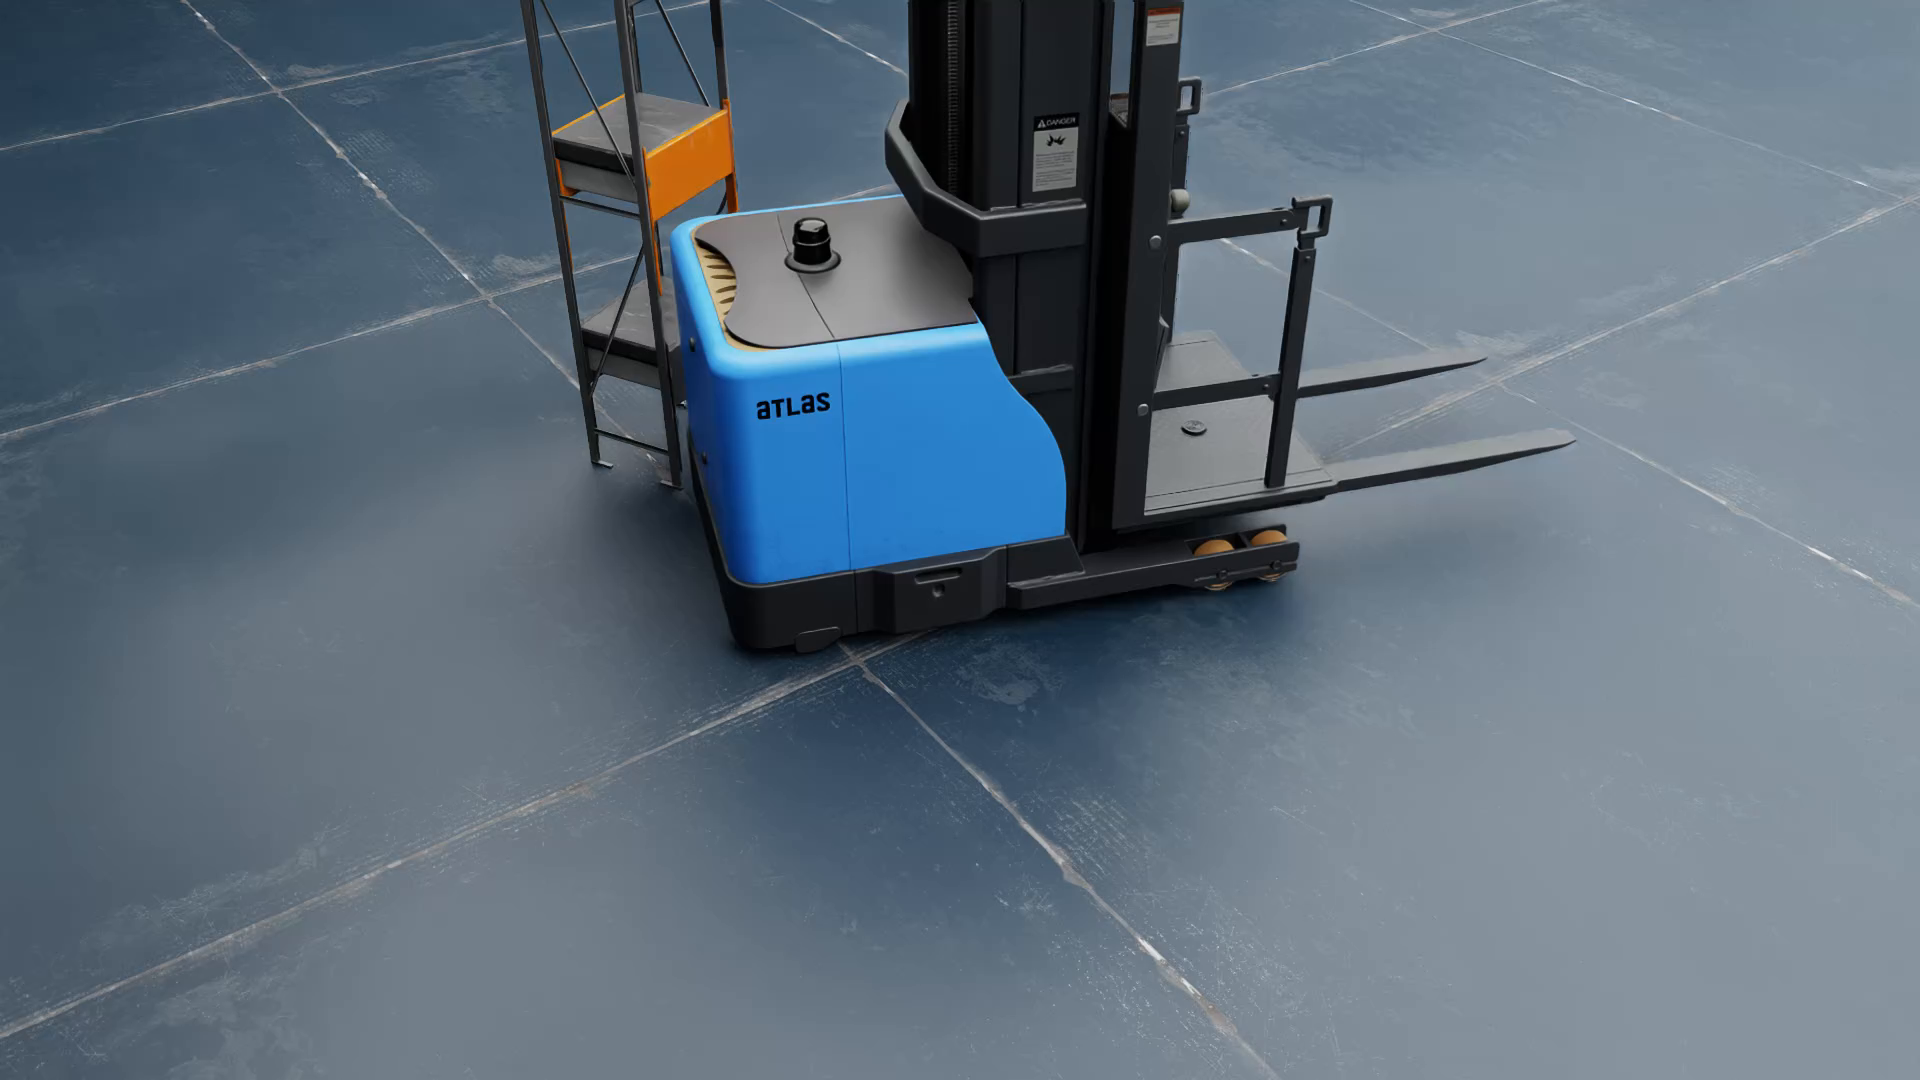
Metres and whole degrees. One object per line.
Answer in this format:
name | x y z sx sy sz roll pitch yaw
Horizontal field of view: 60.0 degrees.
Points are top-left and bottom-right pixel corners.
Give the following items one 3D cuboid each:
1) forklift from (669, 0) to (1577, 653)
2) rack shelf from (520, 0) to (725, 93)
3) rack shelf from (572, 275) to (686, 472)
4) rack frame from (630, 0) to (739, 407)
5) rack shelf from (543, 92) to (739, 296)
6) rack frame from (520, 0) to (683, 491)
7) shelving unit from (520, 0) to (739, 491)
forklift | 0.629 -1.312 5.064 3.031 2.935 1.130 -9 37 -13
rack shelf | -1.069 -1.771 5.239 0.431 0.518 0.480 17 39 22
rack shelf | -1.069 -0.635 6.056 0.431 0.518 0.480 17 39 22
rack frame | -0.956 -1.340 5.815 0.400 2.100 0.015 17 39 22
rack shelf | -1.069 -1.203 5.647 0.431 0.518 0.480 17 39 22
rack frame | -1.182 -1.088 5.464 0.400 2.100 0.015 17 39 22
shelving unit | -1.069 -1.214 5.640 0.431 2.100 0.503 17 39 22
